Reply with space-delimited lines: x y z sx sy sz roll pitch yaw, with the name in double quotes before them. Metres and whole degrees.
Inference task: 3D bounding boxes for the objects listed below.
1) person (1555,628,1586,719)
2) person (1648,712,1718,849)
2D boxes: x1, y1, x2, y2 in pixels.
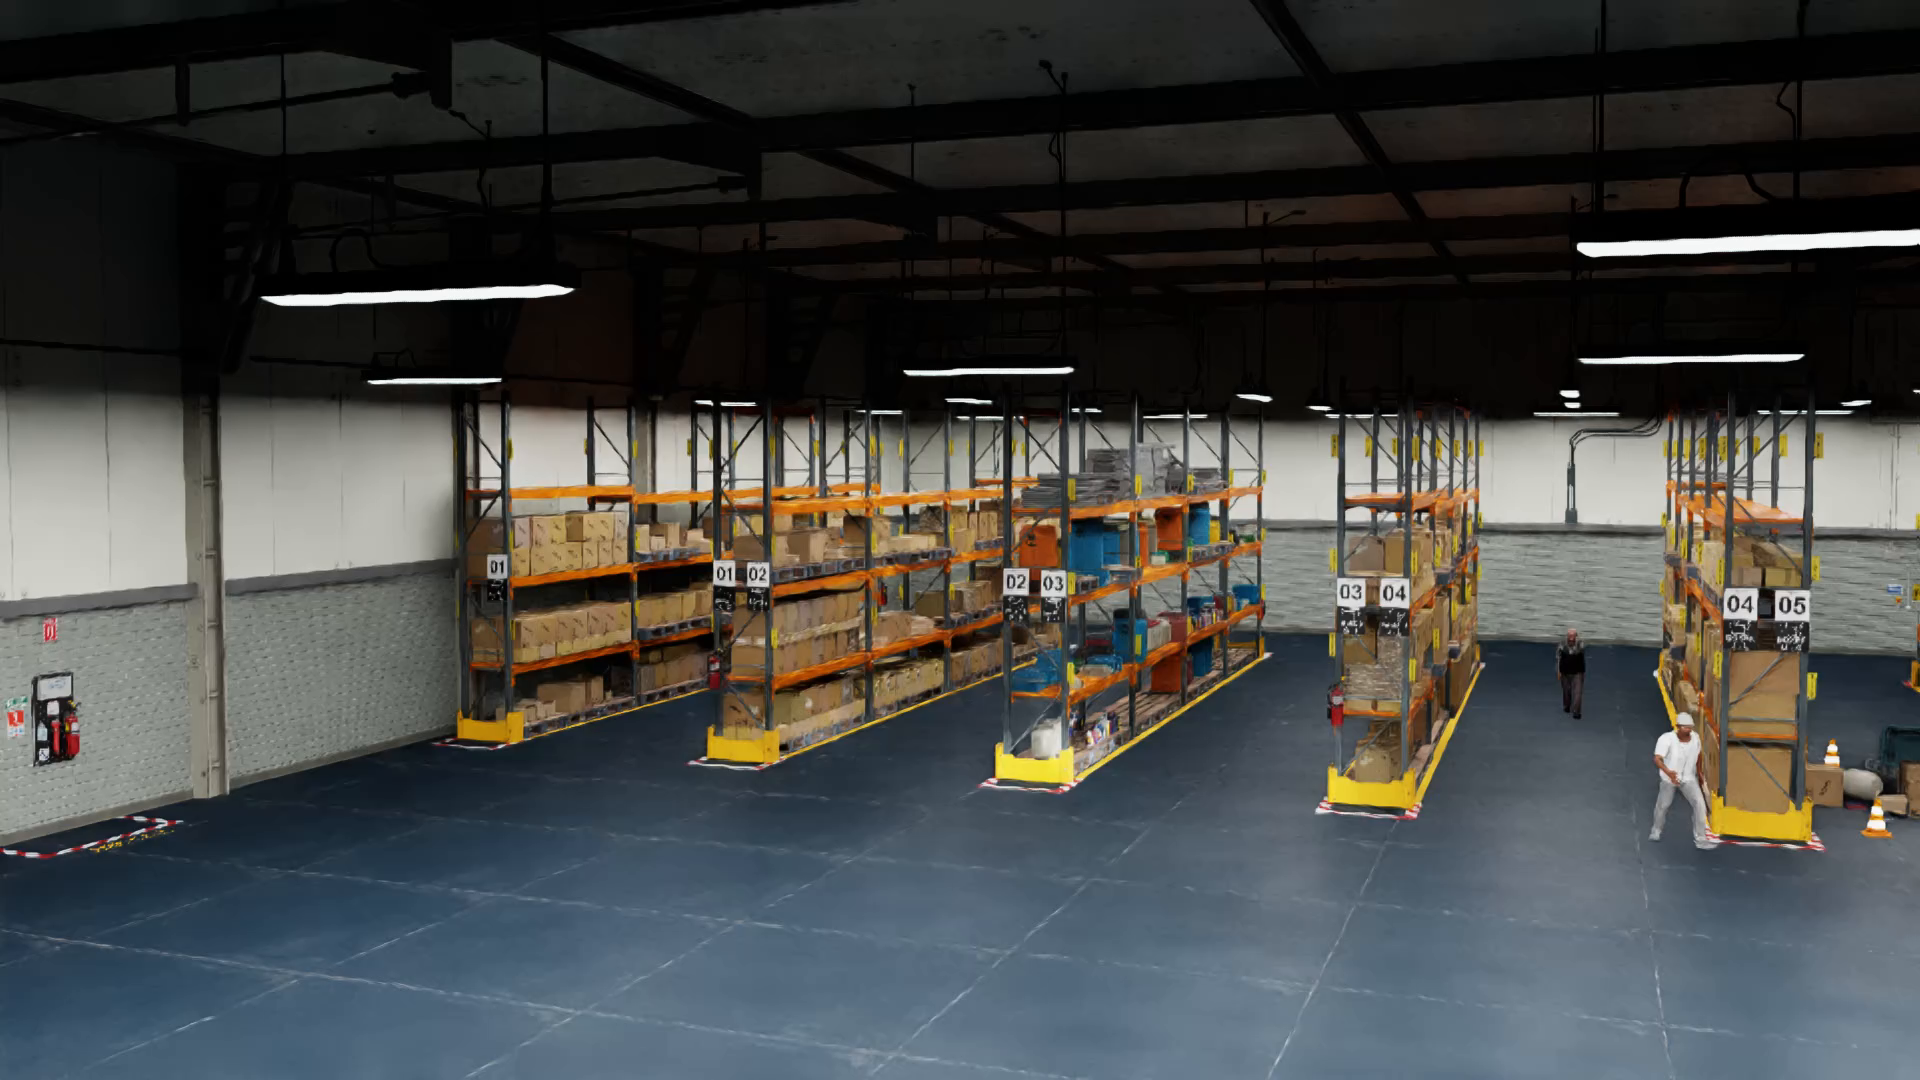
"person" 11.382 2.461 31.003 0.543 1.647 1.114 1 3 23
"person" 9.052 2.989 20.927 0.712 1.697 0.831 0 3 2
